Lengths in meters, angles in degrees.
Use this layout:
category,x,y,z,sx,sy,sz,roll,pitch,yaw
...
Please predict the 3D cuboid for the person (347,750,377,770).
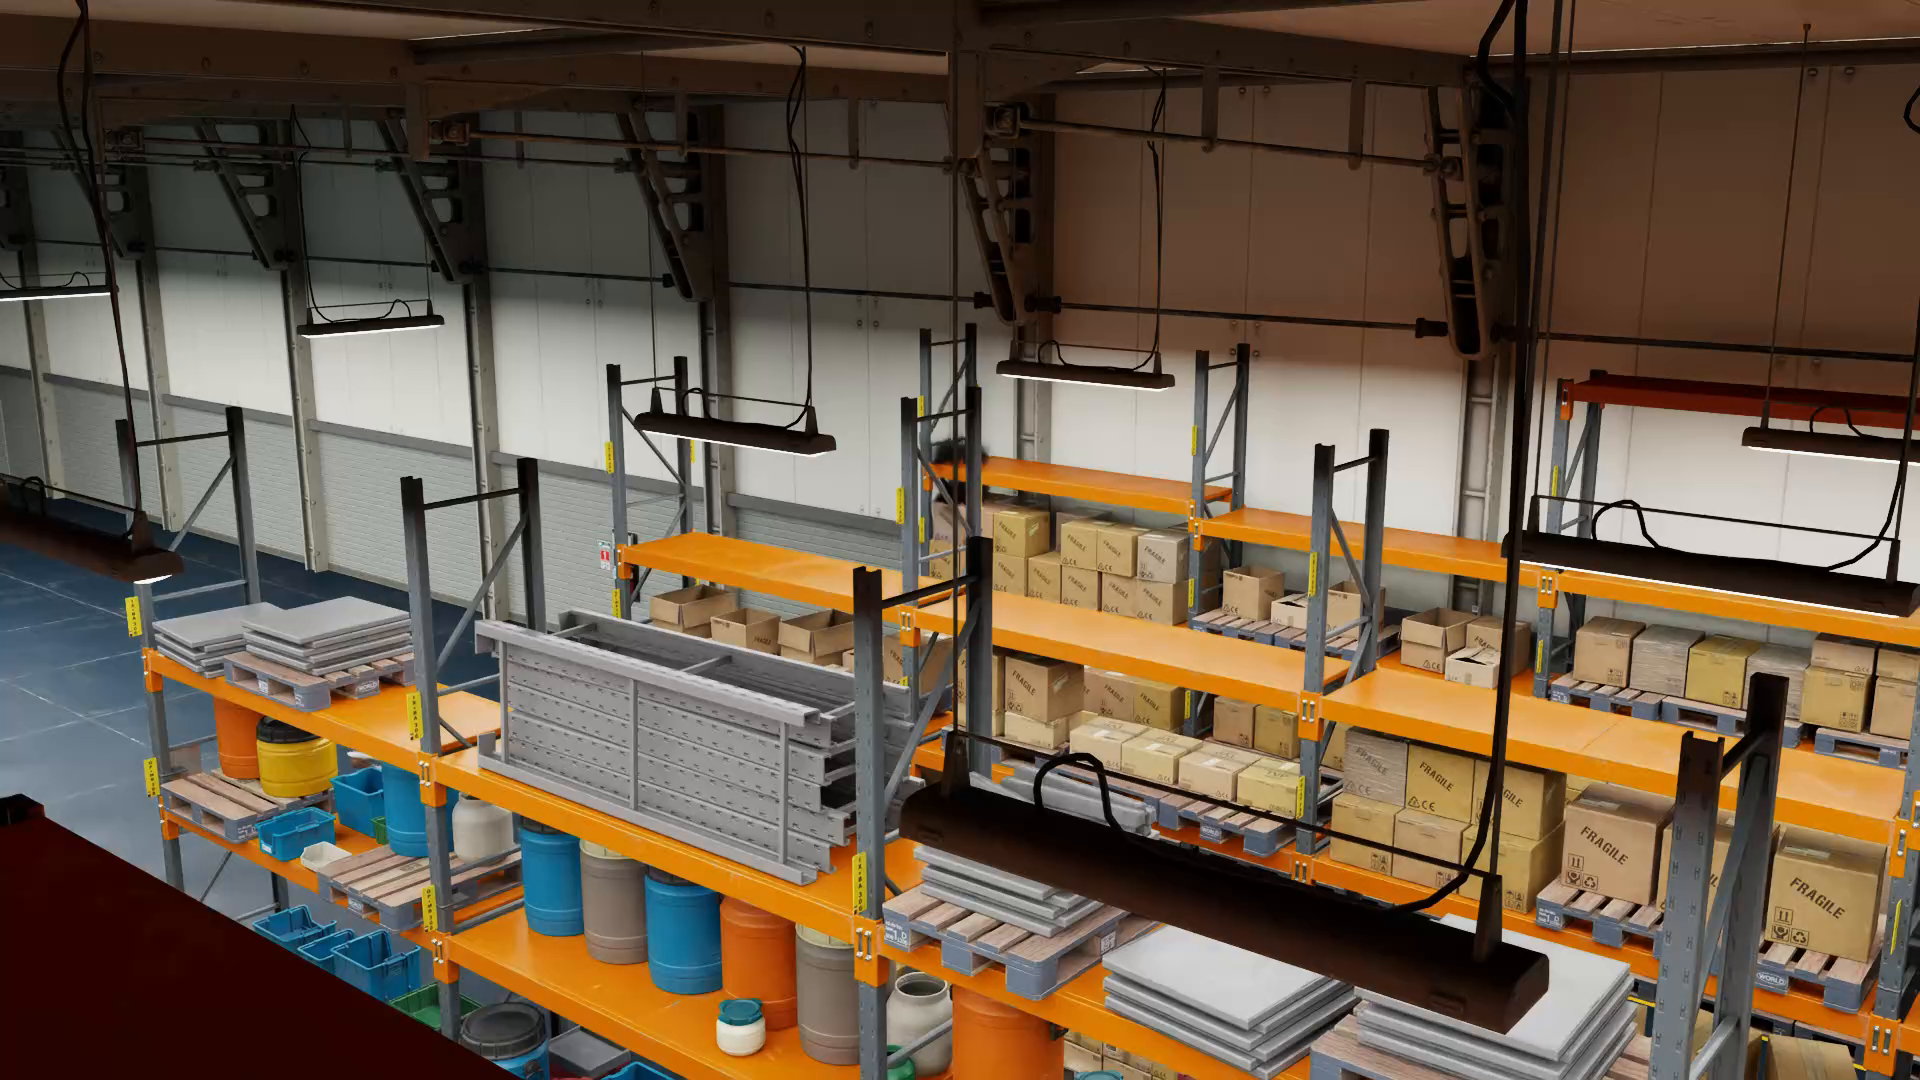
category,x,y,z,sx,sy,sz,roll,pitch,yaw
person,-6.601,3.115,18.470,0.684,1.739,0.698,-4,13,-16
